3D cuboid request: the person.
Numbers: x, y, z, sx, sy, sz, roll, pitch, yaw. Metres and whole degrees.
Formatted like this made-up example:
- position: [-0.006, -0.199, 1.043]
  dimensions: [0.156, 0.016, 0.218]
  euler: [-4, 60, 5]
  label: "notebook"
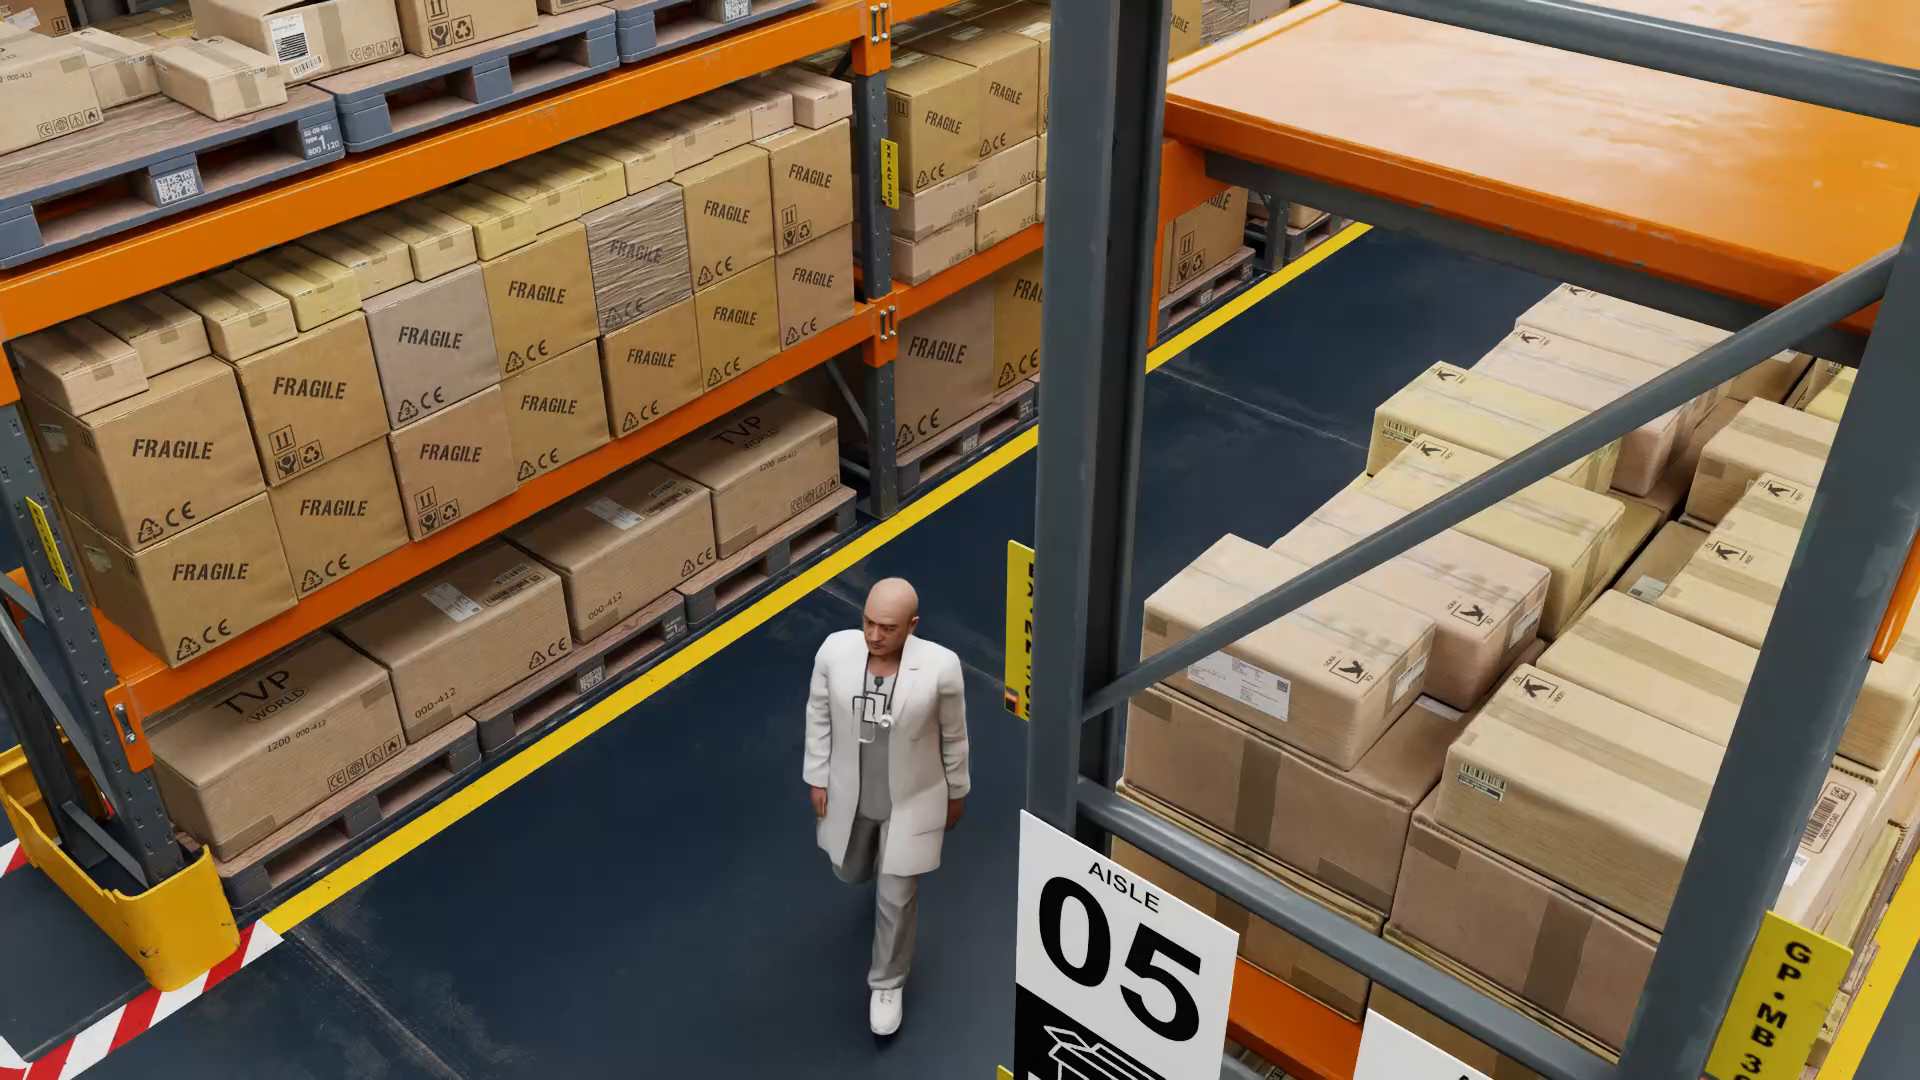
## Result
- position: [-0.263, 0.867, 5.971]
  dimensions: [0.599, 1.749, 0.890]
  euler: [9, 35, 12]
  label: "person"
